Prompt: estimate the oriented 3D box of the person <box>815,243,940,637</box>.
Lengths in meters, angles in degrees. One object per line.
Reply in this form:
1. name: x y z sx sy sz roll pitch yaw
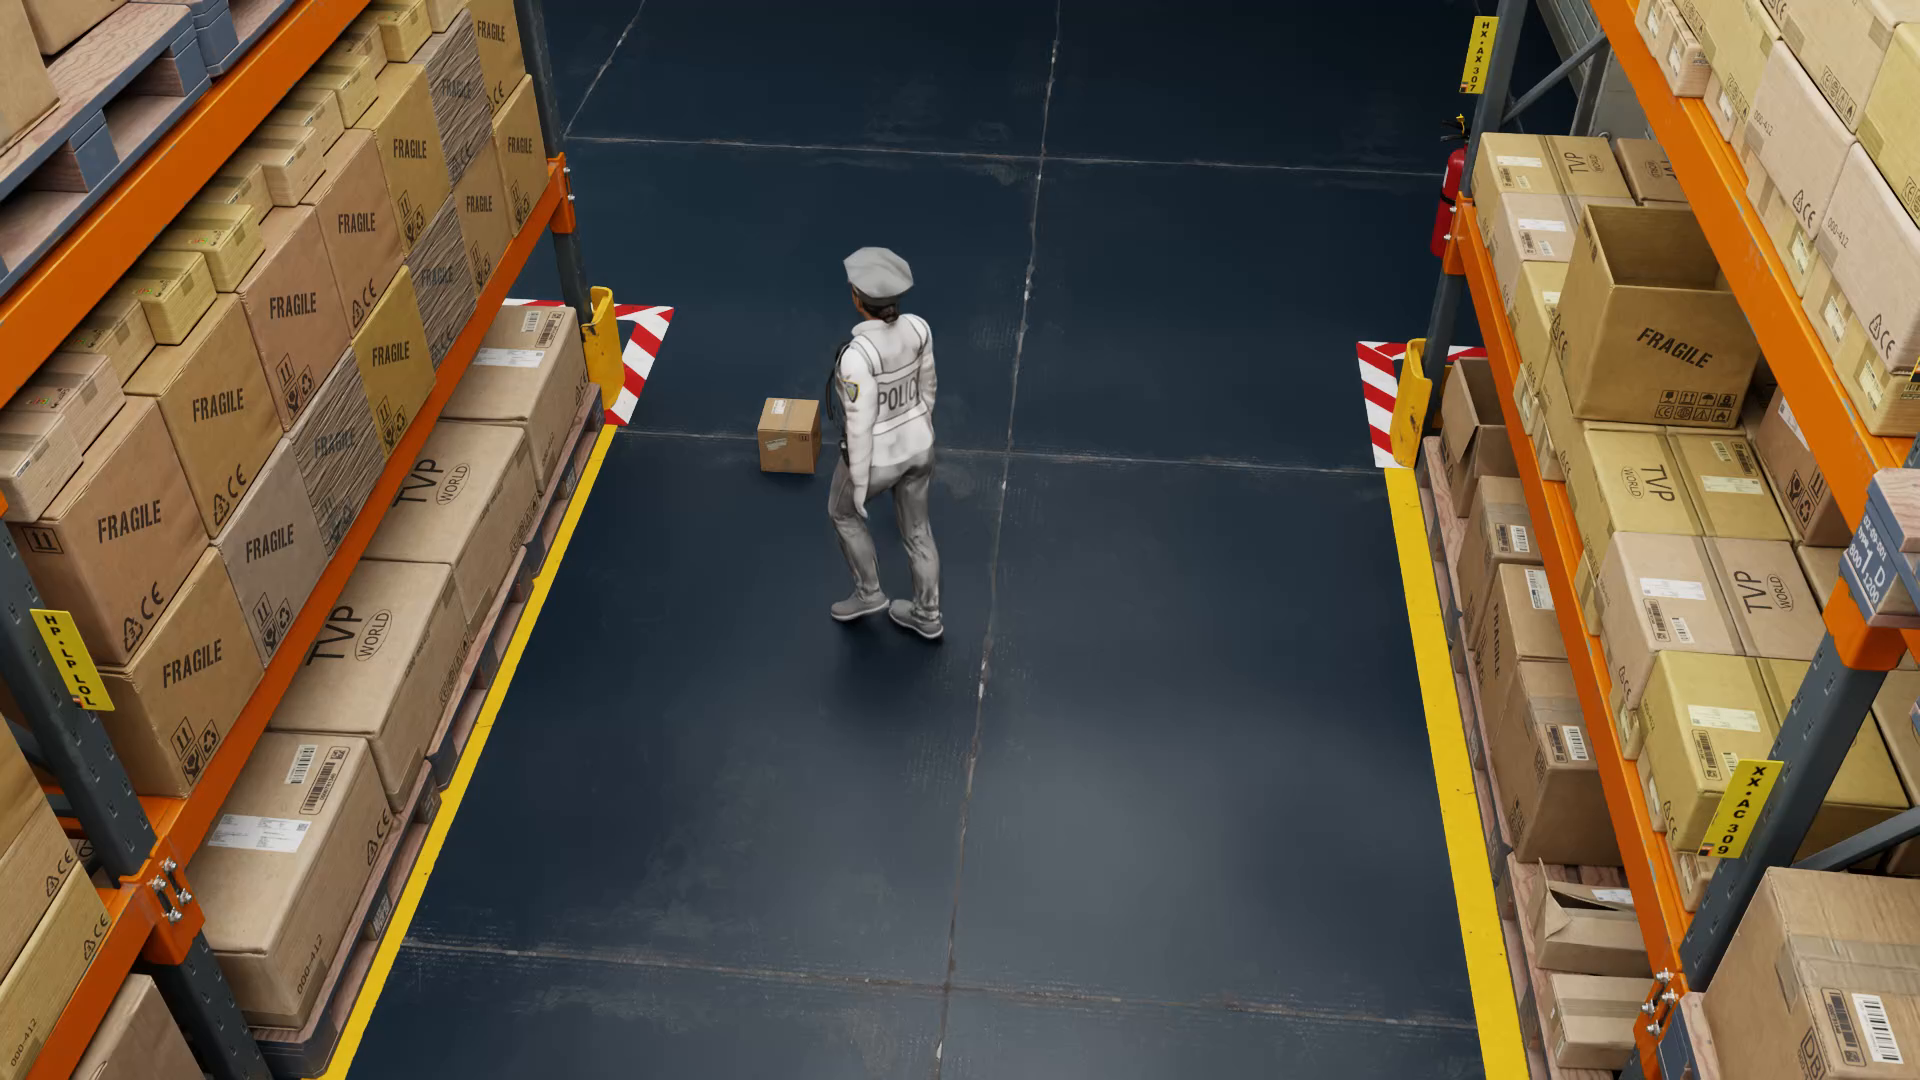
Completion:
1. person: -0.290 -0.339 6.565 0.518 1.715 0.580 -29 48 -30
